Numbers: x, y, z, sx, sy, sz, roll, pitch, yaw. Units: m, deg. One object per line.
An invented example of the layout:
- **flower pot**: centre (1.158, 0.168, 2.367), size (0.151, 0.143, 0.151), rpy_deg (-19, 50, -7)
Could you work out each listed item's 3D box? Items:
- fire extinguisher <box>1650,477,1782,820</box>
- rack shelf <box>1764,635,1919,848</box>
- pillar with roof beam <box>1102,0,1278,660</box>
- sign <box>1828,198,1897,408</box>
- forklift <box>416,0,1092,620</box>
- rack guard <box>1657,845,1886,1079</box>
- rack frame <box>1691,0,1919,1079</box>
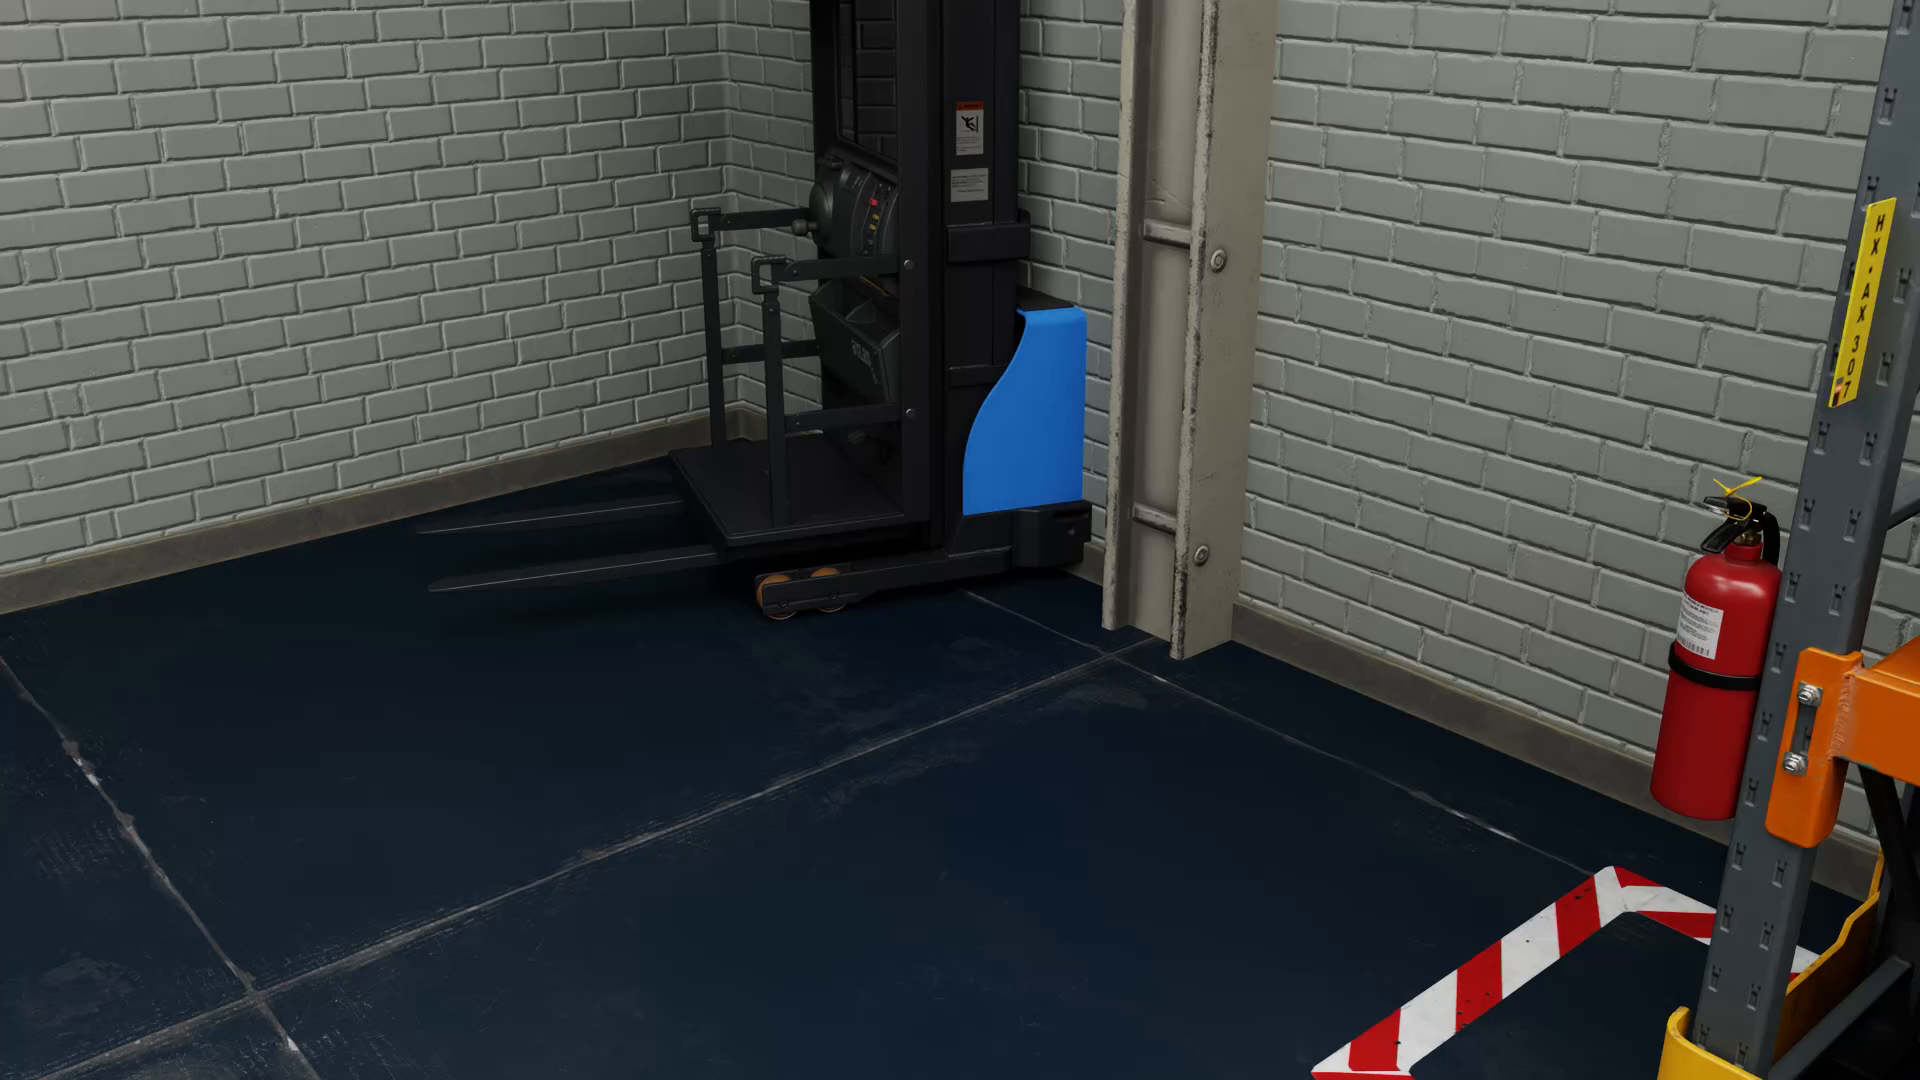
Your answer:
- **fire extinguisher**: centre (1.398, 0.178, 3.033), size (0.296, 0.674, 0.183), rpy_deg (-17, 27, -37)
- **rack shelf**: centre (3.150, 0.787, 1.848), size (1.077, 0.370, 4.000), rpy_deg (-17, 27, -37)
- **pillar with roof beam**: centre (-2.494, -2.829, 1.867), size (9.100, 9.000, 0.400), rpy_deg (-17, 27, -37)
- **sign**: centre (1.434, -0.375, 2.640), size (0.100, 0.325, 0.005), rpy_deg (-17, 27, -37)
- **forklift**: centre (-0.590, -1.284, 6.243), size (3.031, 2.935, 1.130), rpy_deg (-8, 23, -19)
- **rack guard**: centre (1.894, 1.084, 3.530), size (1.175, 0.500, 0.348), rpy_deg (-17, 27, -37)
- **rack frame**: centre (1.845, -0.101, 3.128), size (1.000, 3.000, 0.127), rpy_deg (-17, 27, -37)
